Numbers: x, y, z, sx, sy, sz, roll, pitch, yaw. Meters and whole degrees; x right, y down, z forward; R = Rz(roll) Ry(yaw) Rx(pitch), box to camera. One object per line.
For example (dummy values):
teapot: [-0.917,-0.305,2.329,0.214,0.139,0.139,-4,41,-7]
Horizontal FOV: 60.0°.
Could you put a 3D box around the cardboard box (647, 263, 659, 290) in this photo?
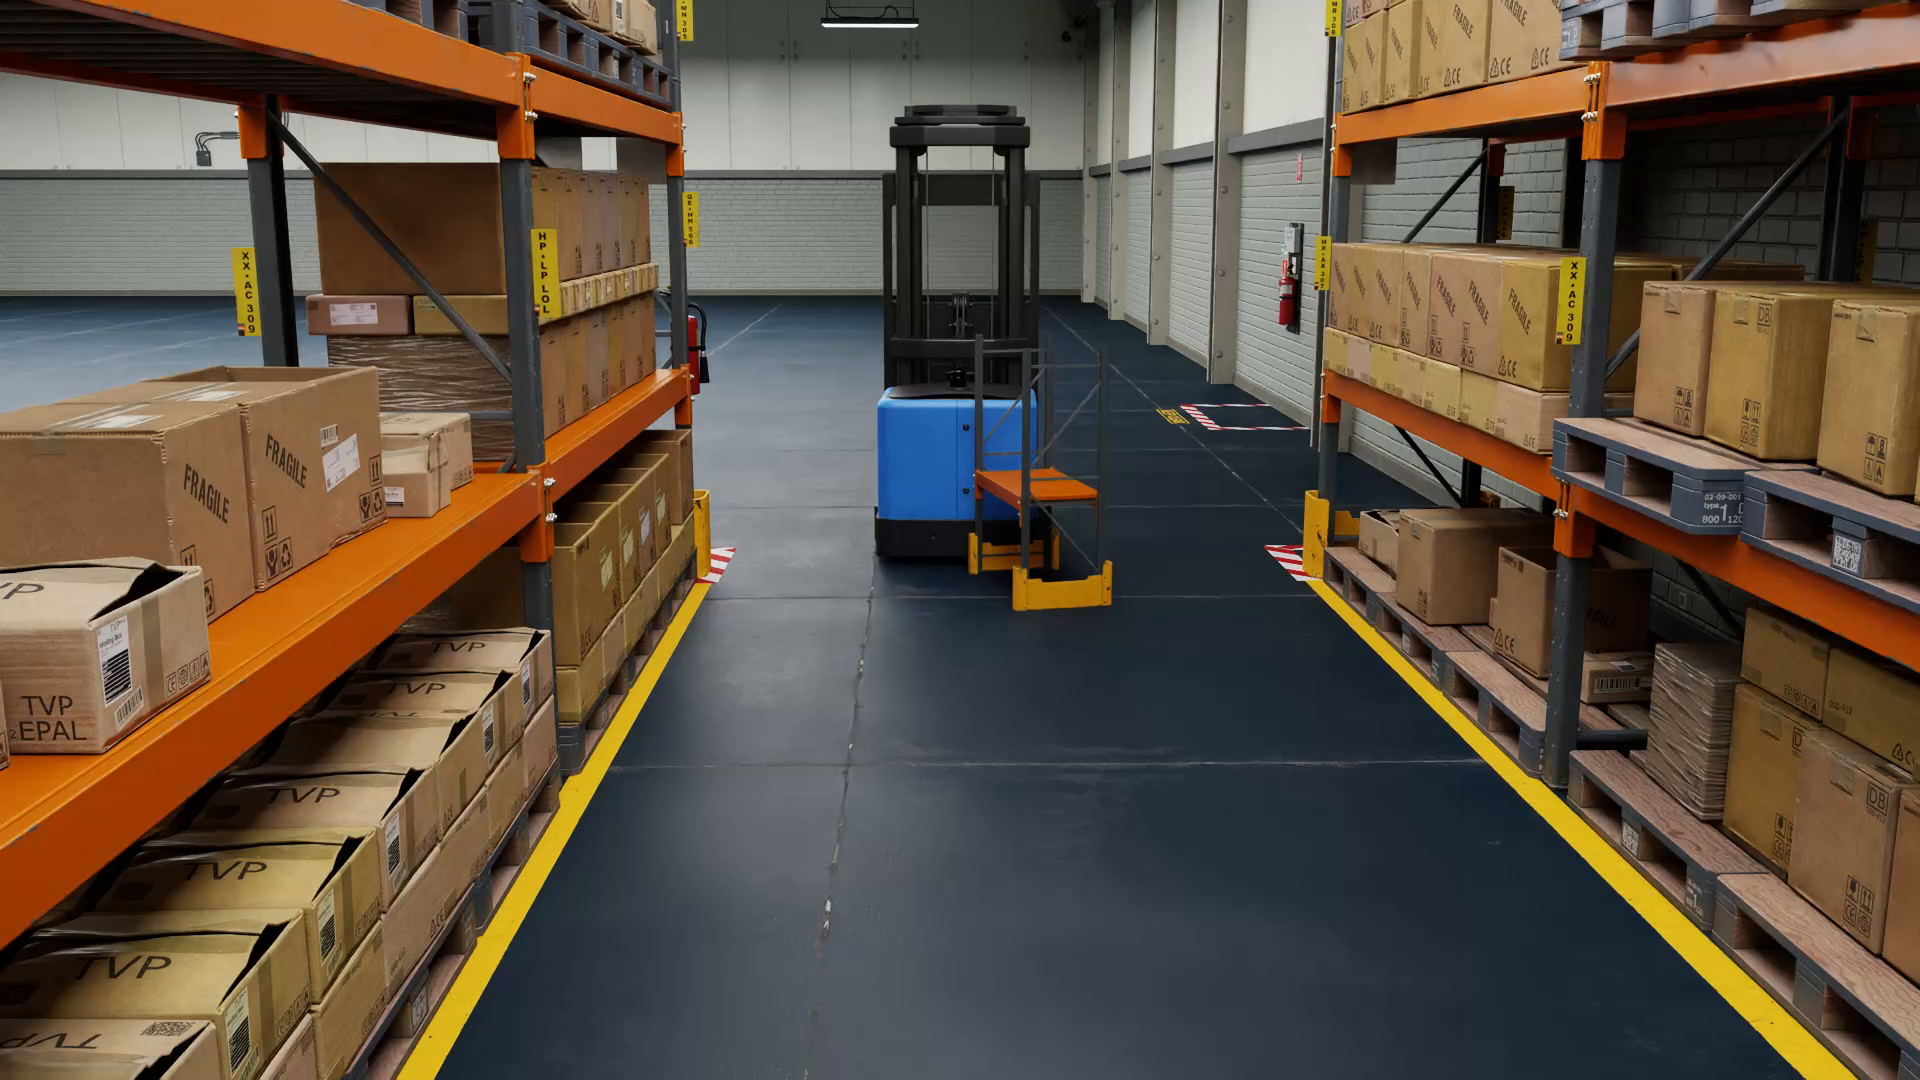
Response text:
cardboard box: [-1.978,-1.550,9.773,0.380,0.149,0.250,0,11,-2]

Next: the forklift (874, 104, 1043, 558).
forklift: [0.014,-1.561,11.882,1.130,2.935,3.031,0,11,1]

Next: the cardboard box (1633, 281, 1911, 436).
cardboard box: [2.836,-0.648,5.850,0.700,0.500,0.500,0,11,-1]

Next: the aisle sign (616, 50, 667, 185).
aisle sign: [-1.884,-2.547,10.030,0.394,0.787,0.004,0,11,-1]

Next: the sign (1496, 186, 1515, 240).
sign: [3.332,-2.000,10.167,0.100,0.325,0.005,0,11,-1]

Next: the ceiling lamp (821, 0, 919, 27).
ceiling lamp: [-1.844,-12.120,33.985,2.000,3.185,0.800,0,11,-1]

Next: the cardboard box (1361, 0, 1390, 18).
cardboard box: [2.502,-3.121,9.037,0.500,0.500,0.500,0,11,-2]

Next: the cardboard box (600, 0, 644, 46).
cardboard box: [-1.877,-2.621,8.205,0.500,0.311,0.500,1,12,6]

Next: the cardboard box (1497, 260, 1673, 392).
cardboard box: [2.540,-0.881,6.798,0.500,0.500,0.500,0,11,-1]

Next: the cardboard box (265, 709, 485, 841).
cardboard box: [-1.773,0.686,5.085,0.500,0.311,0.500,0,11,-1]

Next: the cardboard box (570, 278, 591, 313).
cardboard box: [-1.936,-1.141,7.754,0.380,0.149,0.250,-1,11,-3]

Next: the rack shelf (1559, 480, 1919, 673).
rack shelf: [2.901,0.266,4.514,1.077,0.370,4.000,0,11,-1]

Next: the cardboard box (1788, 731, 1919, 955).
cardboard box: [2.922,0.875,4.880,0.700,0.500,0.500,0,11,-1]

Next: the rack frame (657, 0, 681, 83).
rack frame: [-2.176,-4.199,9.621,1.000,3.000,0.127,0,11,-1]

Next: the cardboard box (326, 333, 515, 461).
cardboard box: [-2.109,-0.601,6.723,0.700,0.500,0.500,-1,11,-3]

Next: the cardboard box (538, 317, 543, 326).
cardboard box: [-1.911,-0.934,6.737,0.380,0.149,0.250,0,11,0]

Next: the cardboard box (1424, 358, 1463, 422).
cardboard box: [2.519,-0.713,7.854,0.500,0.250,0.500,0,11,-1]

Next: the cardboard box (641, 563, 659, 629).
cardboard box: [-1.826,0.287,8.461,0.500,0.250,0.500,0,11,-1]

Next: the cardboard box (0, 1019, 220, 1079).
cardboard box: [-1.728,1.093,3.074,0.500,0.311,0.500,0,11,1]

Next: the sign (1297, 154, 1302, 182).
sign: [3.618,-3.966,17.734,0.001,0.298,0.199,0,11,-1]

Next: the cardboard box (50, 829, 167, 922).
cardboard box: [-2.293,0.892,4.067,0.500,0.311,0.500,0,11,-2]

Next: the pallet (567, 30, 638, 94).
pallet: [-2.159,-2.301,8.037,1.003,0.211,1.213,0,11,-1]

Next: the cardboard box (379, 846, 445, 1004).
cardboard box: [-1.766,1.063,4.634,0.500,0.250,0.500,0,11,0]

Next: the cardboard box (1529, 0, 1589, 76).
cardboard box: [2.602,-2.113,6.585,0.500,0.500,0.500,0,11,0]

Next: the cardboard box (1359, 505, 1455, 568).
cardboard box: [2.701,-0.040,9.866,0.500,0.311,0.500,-2,12,-8]

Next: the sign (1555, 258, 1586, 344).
sign: [2.317,-0.905,6.298,0.100,0.325,0.005,0,11,-1]

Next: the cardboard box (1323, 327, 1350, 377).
cardboard box: [2.469,-1.118,9.850,0.500,0.250,0.500,-1,11,-3]

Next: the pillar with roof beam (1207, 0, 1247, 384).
pillar with roof beam: [-0.896,-6.452,20.728,9.100,9.000,0.400,0,11,-1]

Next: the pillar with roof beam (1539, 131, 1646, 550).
pillar with roof beam: [-0.648,-4.066,8.970,9.100,9.000,0.400,0,11,-1]

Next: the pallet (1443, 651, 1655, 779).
pallet: [2.810,0.749,7.337,1.003,0.211,1.213,0,11,-1]

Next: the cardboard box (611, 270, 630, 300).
cardboard box: [-1.957,-1.345,8.762,0.380,0.149,0.250,0,11,1]

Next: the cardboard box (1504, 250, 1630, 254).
cardboard box: [3.025,-1.188,8.309,0.500,0.500,0.500,0,11,0]

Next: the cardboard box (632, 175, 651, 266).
cardboard box: [-2.178,-1.840,9.569,0.700,0.500,0.500,0,11,-1]

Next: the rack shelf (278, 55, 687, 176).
rack shelf: [-2.135,-1.978,8.032,1.077,0.370,4.000,0,11,-1]

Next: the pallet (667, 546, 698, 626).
pallet: [-2.118,0.260,9.747,1.003,0.211,1.213,0,11,-1]

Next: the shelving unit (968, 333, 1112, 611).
shelving unit: [0.469,-0.443,9.972,0.587,1.500,1.083,-3,12,-14]

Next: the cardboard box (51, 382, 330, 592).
cardboard box: [-2.072,-0.155,4.529,0.500,0.500,0.500,0,11,-1]

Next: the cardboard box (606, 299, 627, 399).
cardboard box: [-2.159,-1.012,8.749,0.700,0.500,0.500,0,11,-1]

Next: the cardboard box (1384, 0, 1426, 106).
cardboard box: [2.524,-2.531,8.643,0.500,0.500,0.500,0,11,1]

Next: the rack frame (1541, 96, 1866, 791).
rack frame: [2.859,-0.484,6.403,1.000,3.000,0.127,0,11,-1]

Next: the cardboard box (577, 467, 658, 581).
cardboard box: [-1.823,-0.081,8.386,0.500,0.500,0.500,0,11,-1]

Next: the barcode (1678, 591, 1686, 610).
barcode: [3.088,0.260,7.110,0.001,0.075,0.075,0,11,-1]

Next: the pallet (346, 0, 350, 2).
pallet: [-2.140,-1.403,3.859,1.003,0.211,1.213,0,11,1]

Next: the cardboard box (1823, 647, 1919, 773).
cardboard box: [2.918,0.495,4.871,0.500,0.250,0.500,-1,11,-3]

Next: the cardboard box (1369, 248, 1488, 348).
cardboard box: [2.491,-1.286,8.796,0.500,0.500,0.500,-1,11,-3]

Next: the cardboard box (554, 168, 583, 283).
cardboard box: [-2.130,-1.436,7.580,0.700,0.500,0.500,0,11,-1]

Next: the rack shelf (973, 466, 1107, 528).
rack shelf: [0.466,-0.269,10.016,0.538,0.185,1.000,-3,12,-14]

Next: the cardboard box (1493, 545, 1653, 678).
cardboard box: [2.798,0.319,7.624,0.500,0.500,0.500,-1,12,-5]

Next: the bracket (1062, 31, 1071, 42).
bracket: [2.624,-12.364,40.816,0.235,0.232,0.430,0,11,-1]

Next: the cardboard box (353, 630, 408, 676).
cardboard box: [-2.334,0.487,6.064,0.500,0.311,0.500,0,11,-1]
